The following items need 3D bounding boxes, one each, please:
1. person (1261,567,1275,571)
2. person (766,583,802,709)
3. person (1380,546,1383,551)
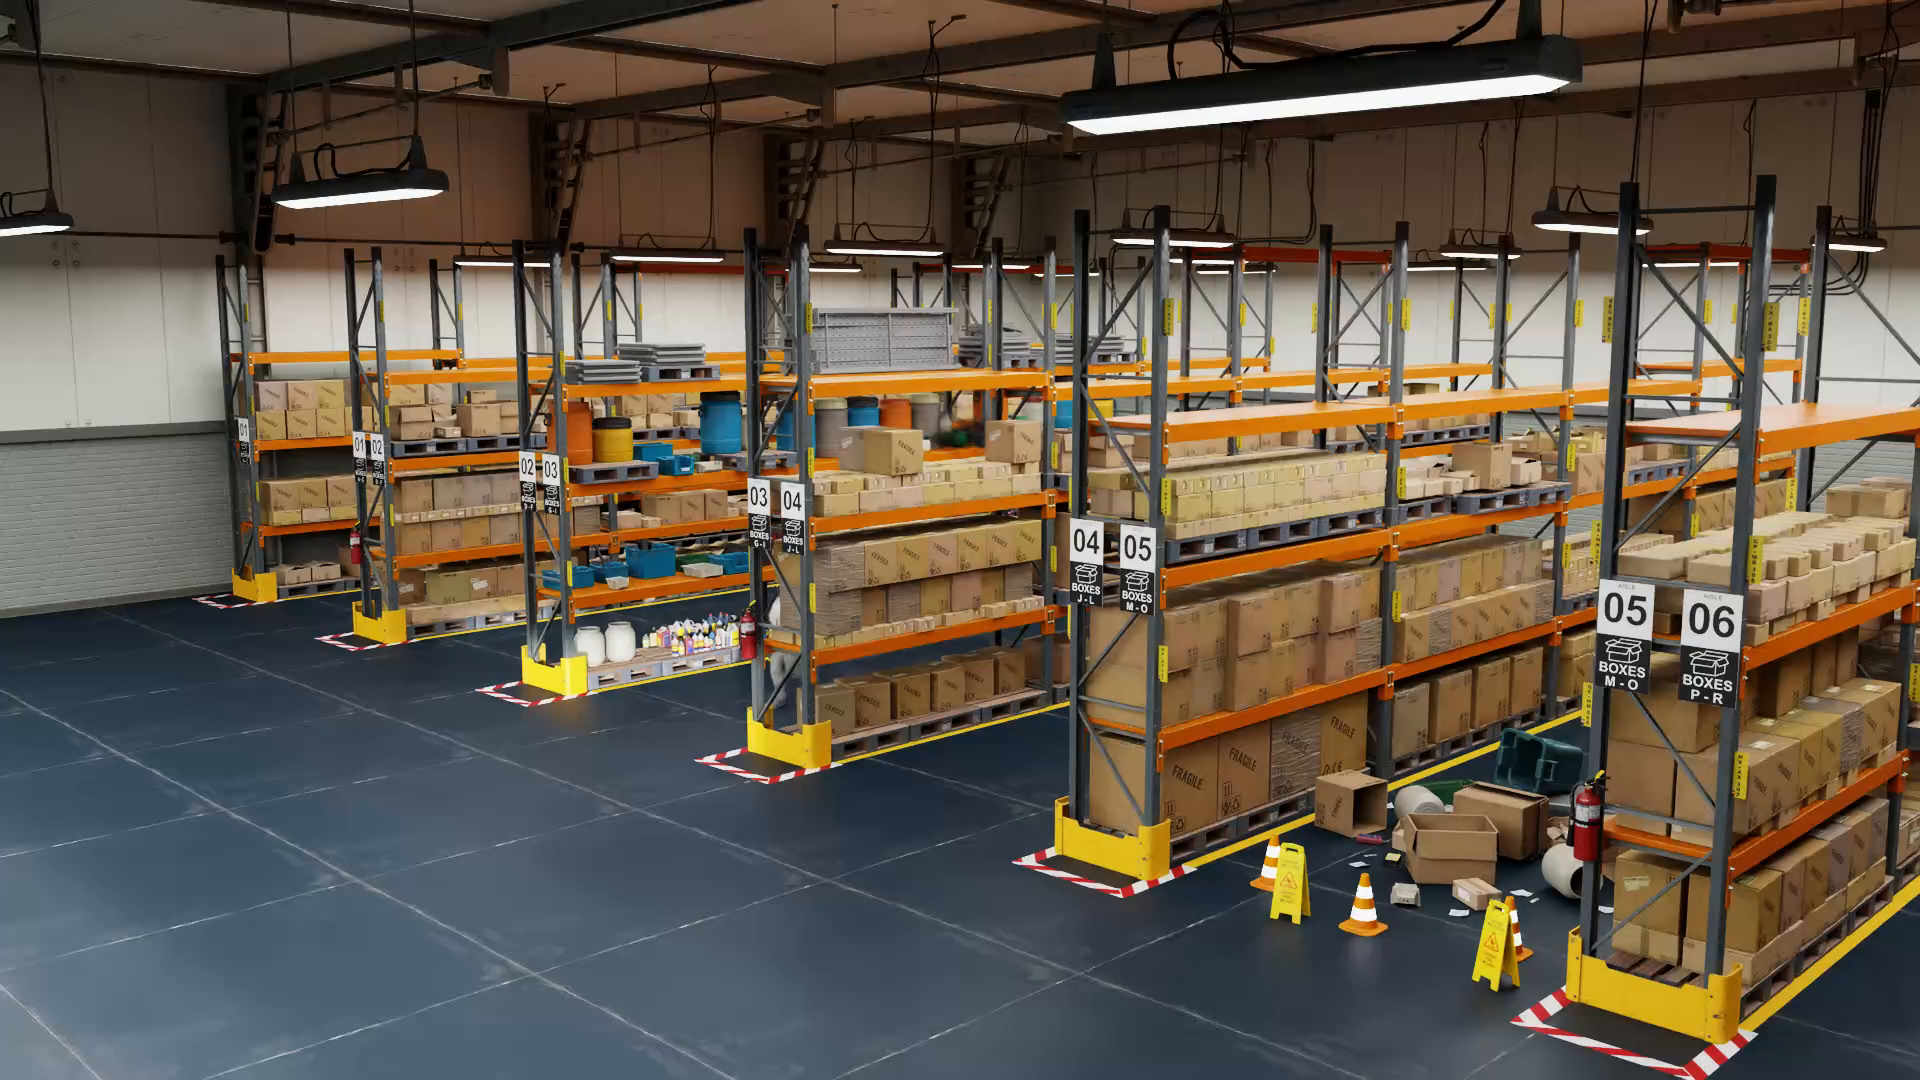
[{"bbox_3d":[4.141,1.147,22.513,0.716,1.694,0.578,6,10,38],"label":"person"},{"bbox_3d":[-2.220,1.320,21.489,0.630,1.652,0.744,5,10,32],"label":"person"},{"bbox_3d":[6.247,0.856,24.471,0.696,1.716,0.605,7,10,39],"label":"person"}]
